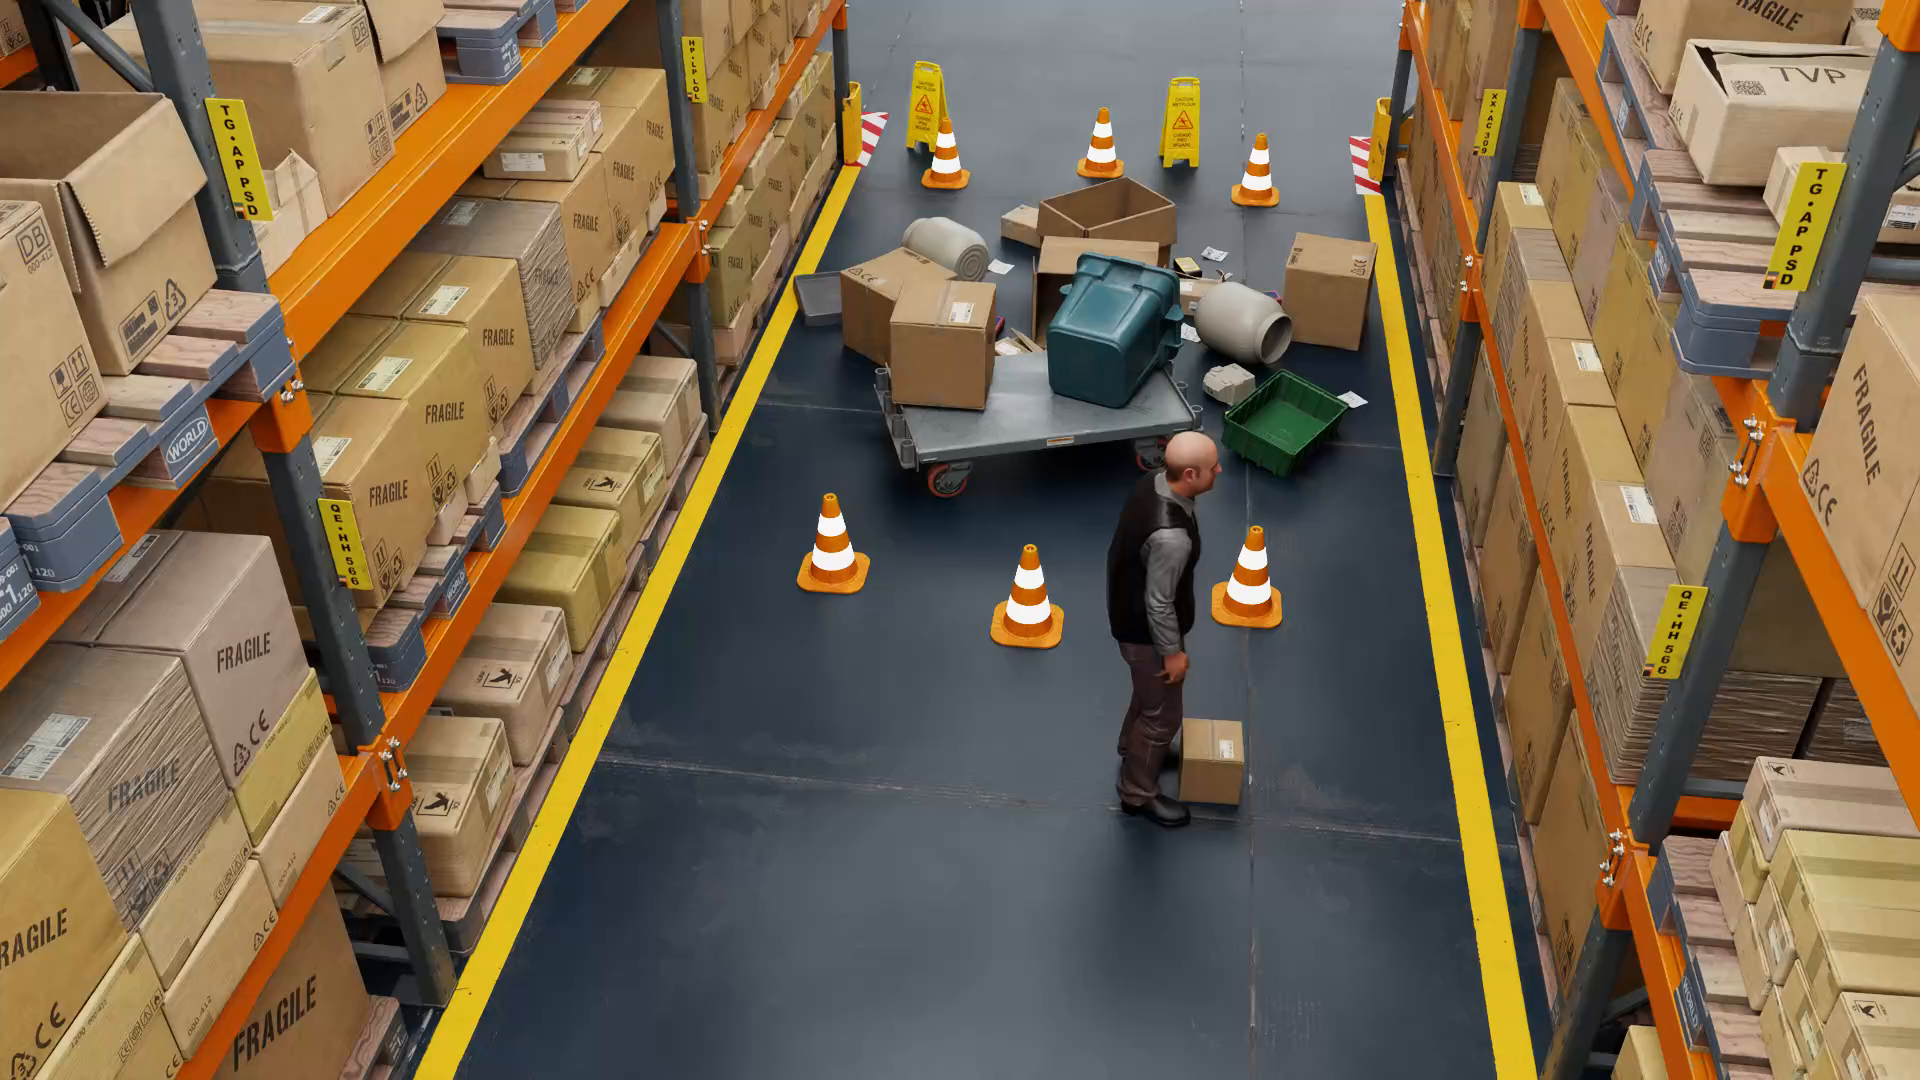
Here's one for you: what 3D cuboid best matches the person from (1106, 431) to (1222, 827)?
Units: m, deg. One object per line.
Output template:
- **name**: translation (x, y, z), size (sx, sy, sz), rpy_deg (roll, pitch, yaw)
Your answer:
- **person**: translation (0.782, 0.318, 6.620), size (0.419, 1.722, 0.594), rpy_deg (3, 36, 4)
